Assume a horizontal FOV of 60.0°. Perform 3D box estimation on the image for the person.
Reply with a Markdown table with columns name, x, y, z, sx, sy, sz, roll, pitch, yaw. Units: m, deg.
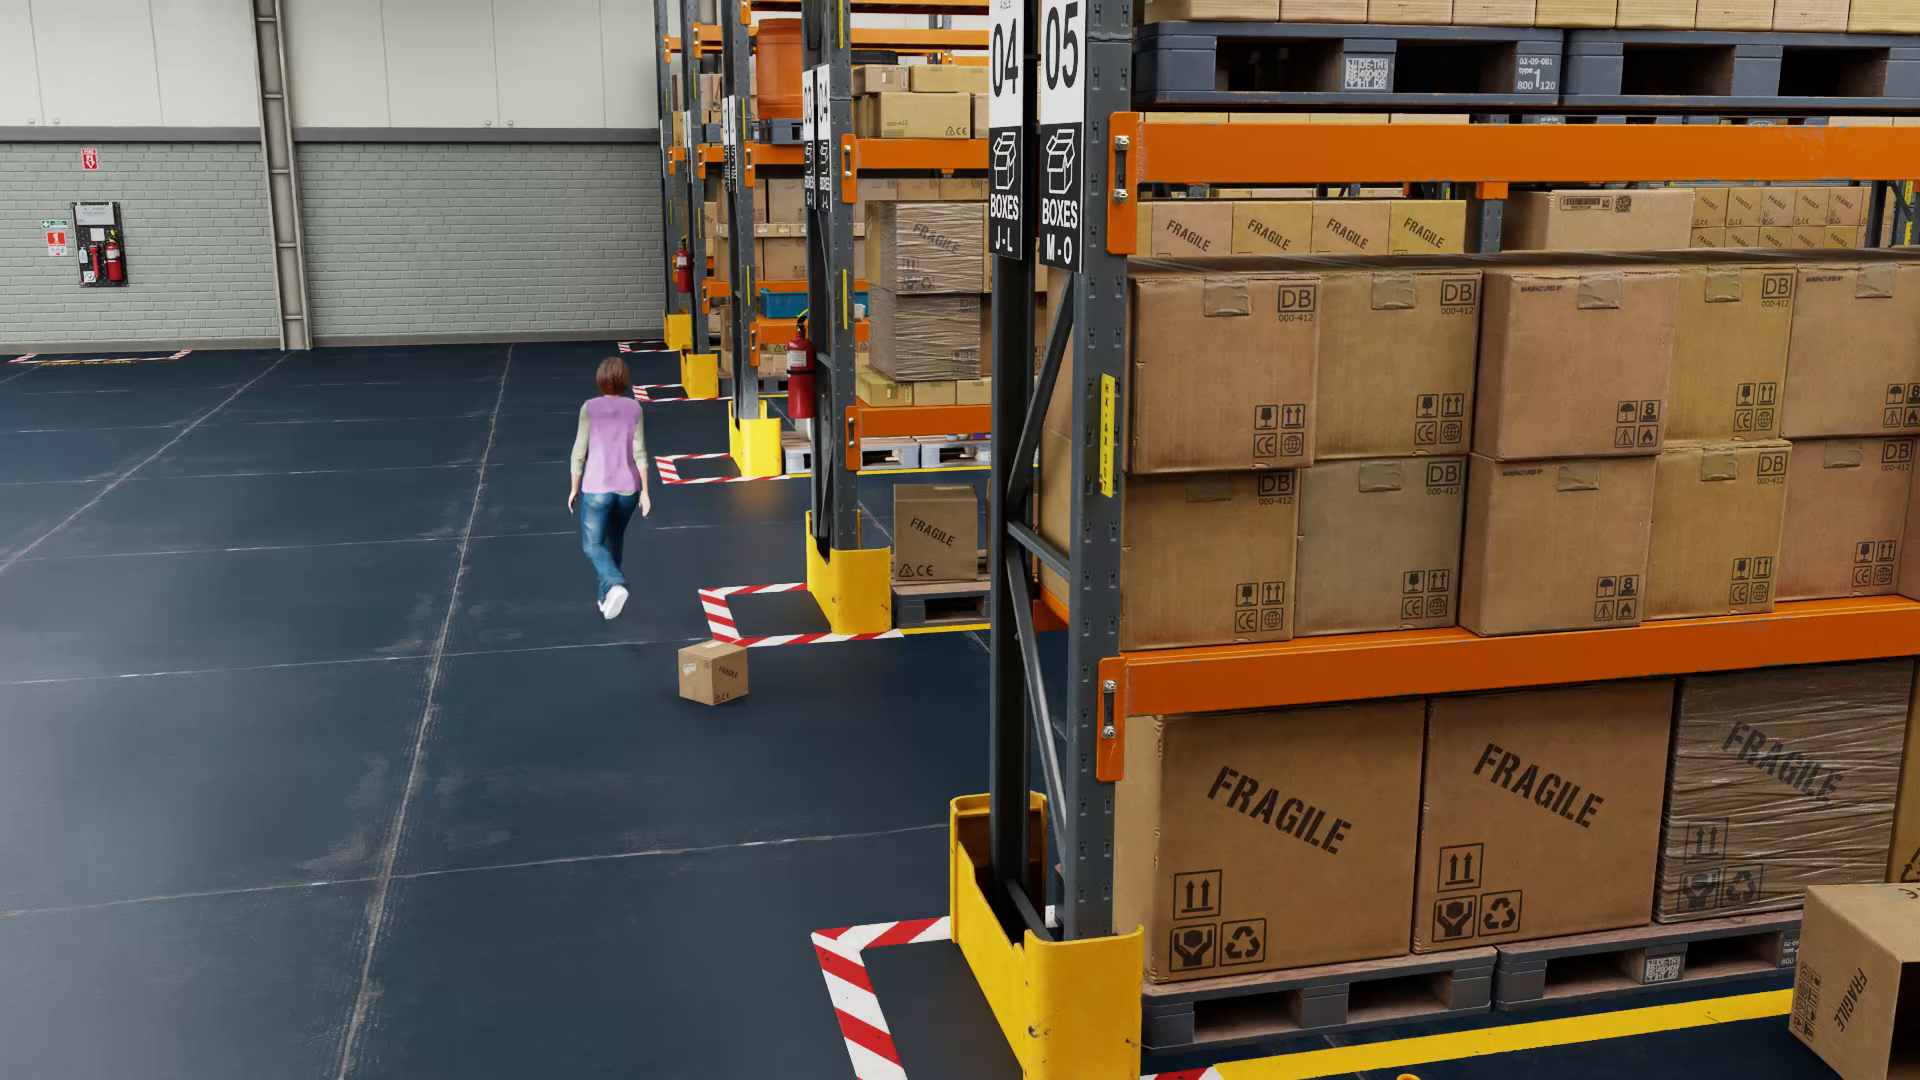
| name | x | y | z | sx | sy | sz | roll | pitch | yaw |
| --- | --- | --- | --- | --- | --- | --- | --- | --- | --- |
| person | -2.041 | -0.283 | 9.720 | 0.457 | 1.538 | 0.814 | -7 | 15 | -27 |
